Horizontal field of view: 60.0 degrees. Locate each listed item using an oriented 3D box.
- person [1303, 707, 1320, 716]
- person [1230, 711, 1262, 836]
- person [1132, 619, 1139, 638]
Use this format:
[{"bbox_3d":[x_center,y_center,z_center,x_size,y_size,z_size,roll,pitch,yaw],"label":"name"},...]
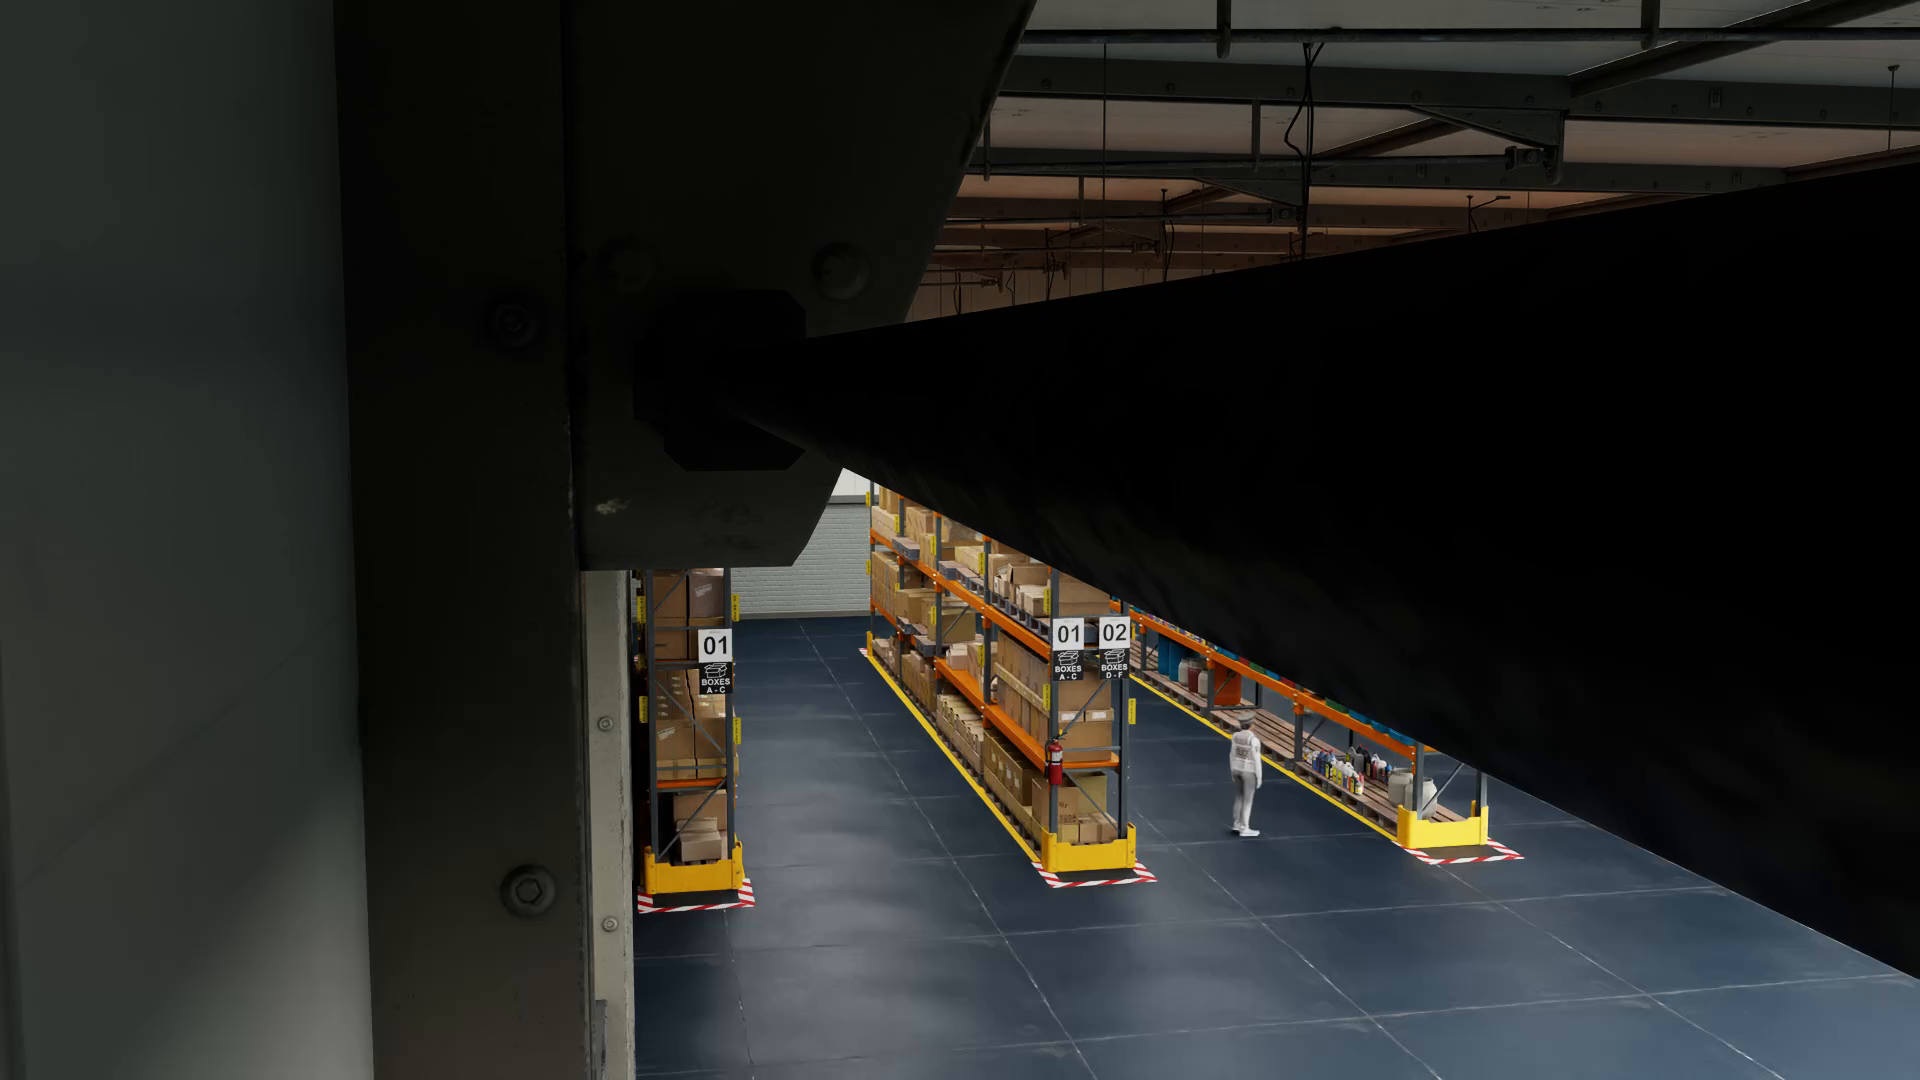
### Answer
[{"bbox_3d":[6.450,2.329,30.155,0.577,1.751,0.567,1,6,9],"label":"person"},{"bbox_3d":[3.893,3.174,22.476,0.392,1.721,0.550,-4,7,-34],"label":"person"},{"bbox_3d":[4.083,1.509,38.743,0.469,1.596,0.454,-2,6,-19],"label":"person"}]
